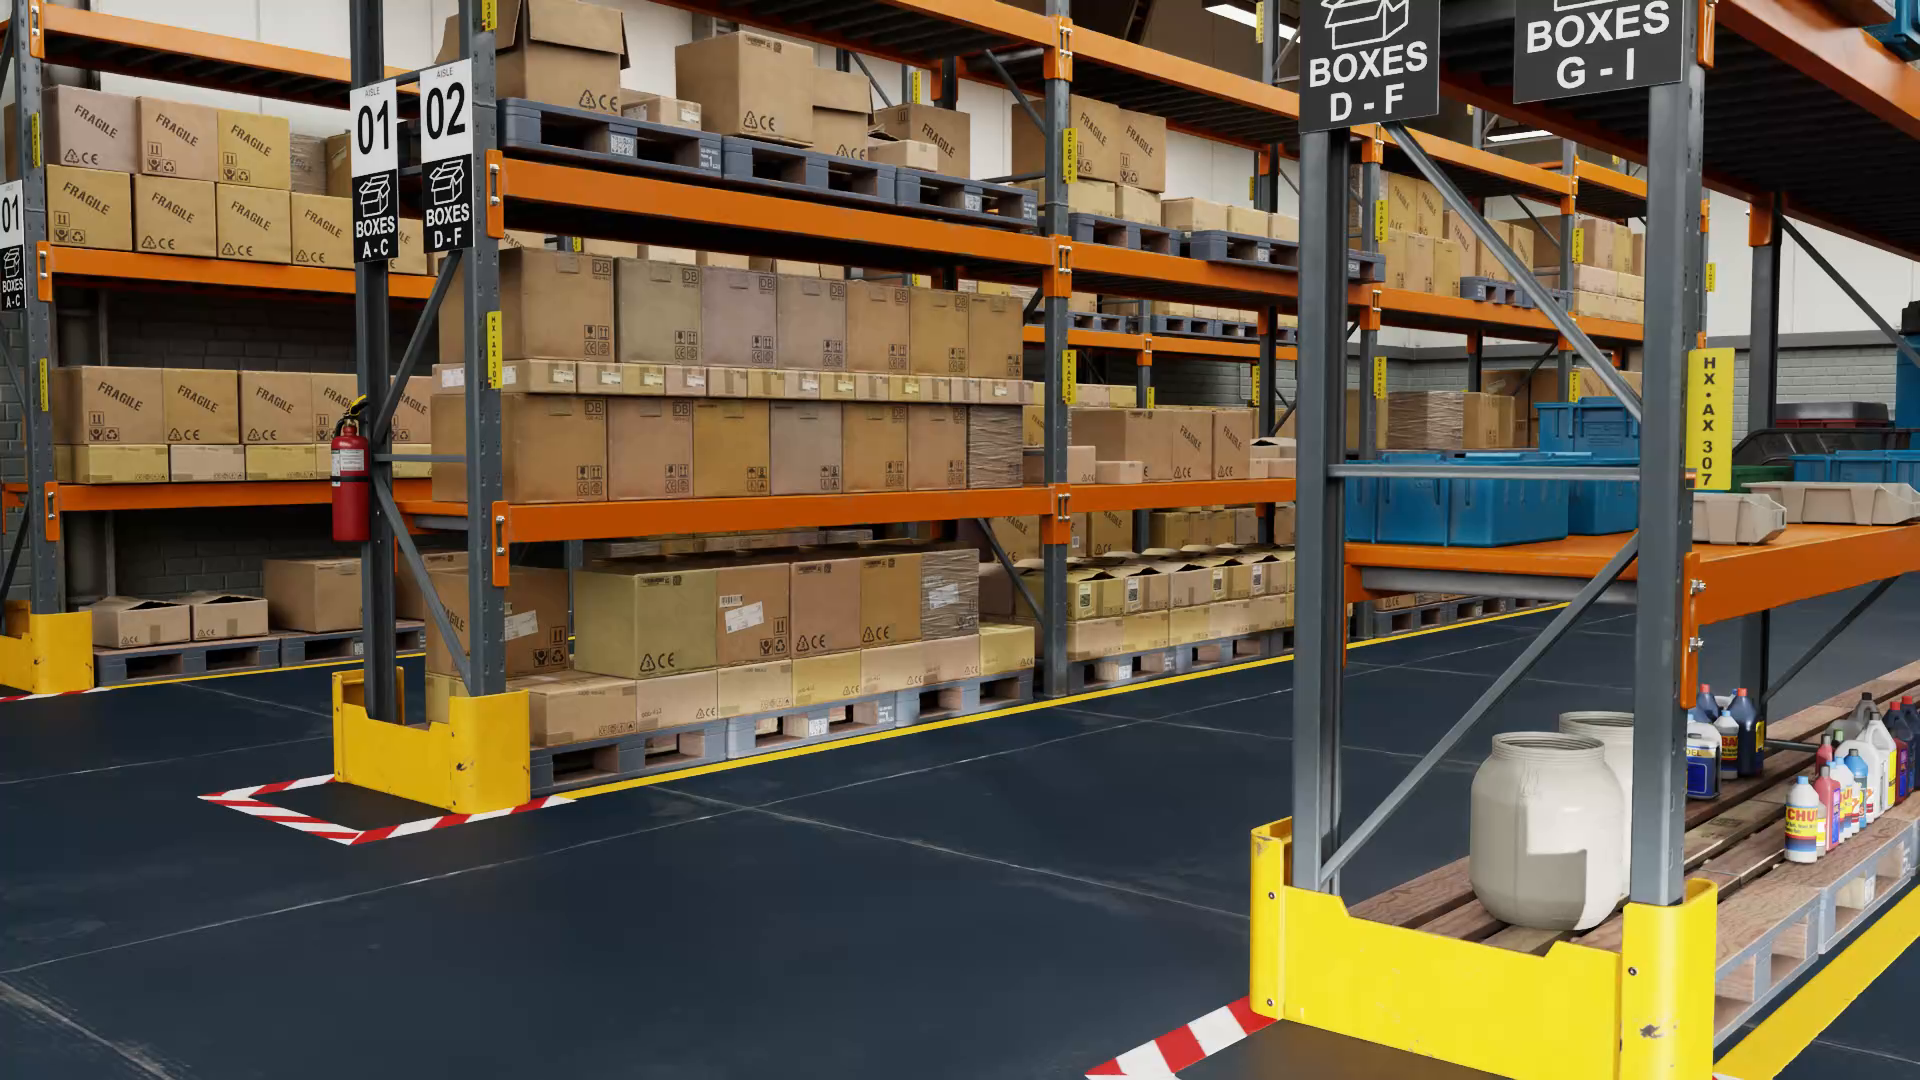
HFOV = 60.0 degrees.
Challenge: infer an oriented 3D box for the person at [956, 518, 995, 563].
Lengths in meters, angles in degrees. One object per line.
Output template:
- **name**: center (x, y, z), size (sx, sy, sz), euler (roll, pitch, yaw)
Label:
- **person**: center (0.013, -0.051, 12.613), size (0.561, 1.779, 0.381), euler (3, 5, 43)
